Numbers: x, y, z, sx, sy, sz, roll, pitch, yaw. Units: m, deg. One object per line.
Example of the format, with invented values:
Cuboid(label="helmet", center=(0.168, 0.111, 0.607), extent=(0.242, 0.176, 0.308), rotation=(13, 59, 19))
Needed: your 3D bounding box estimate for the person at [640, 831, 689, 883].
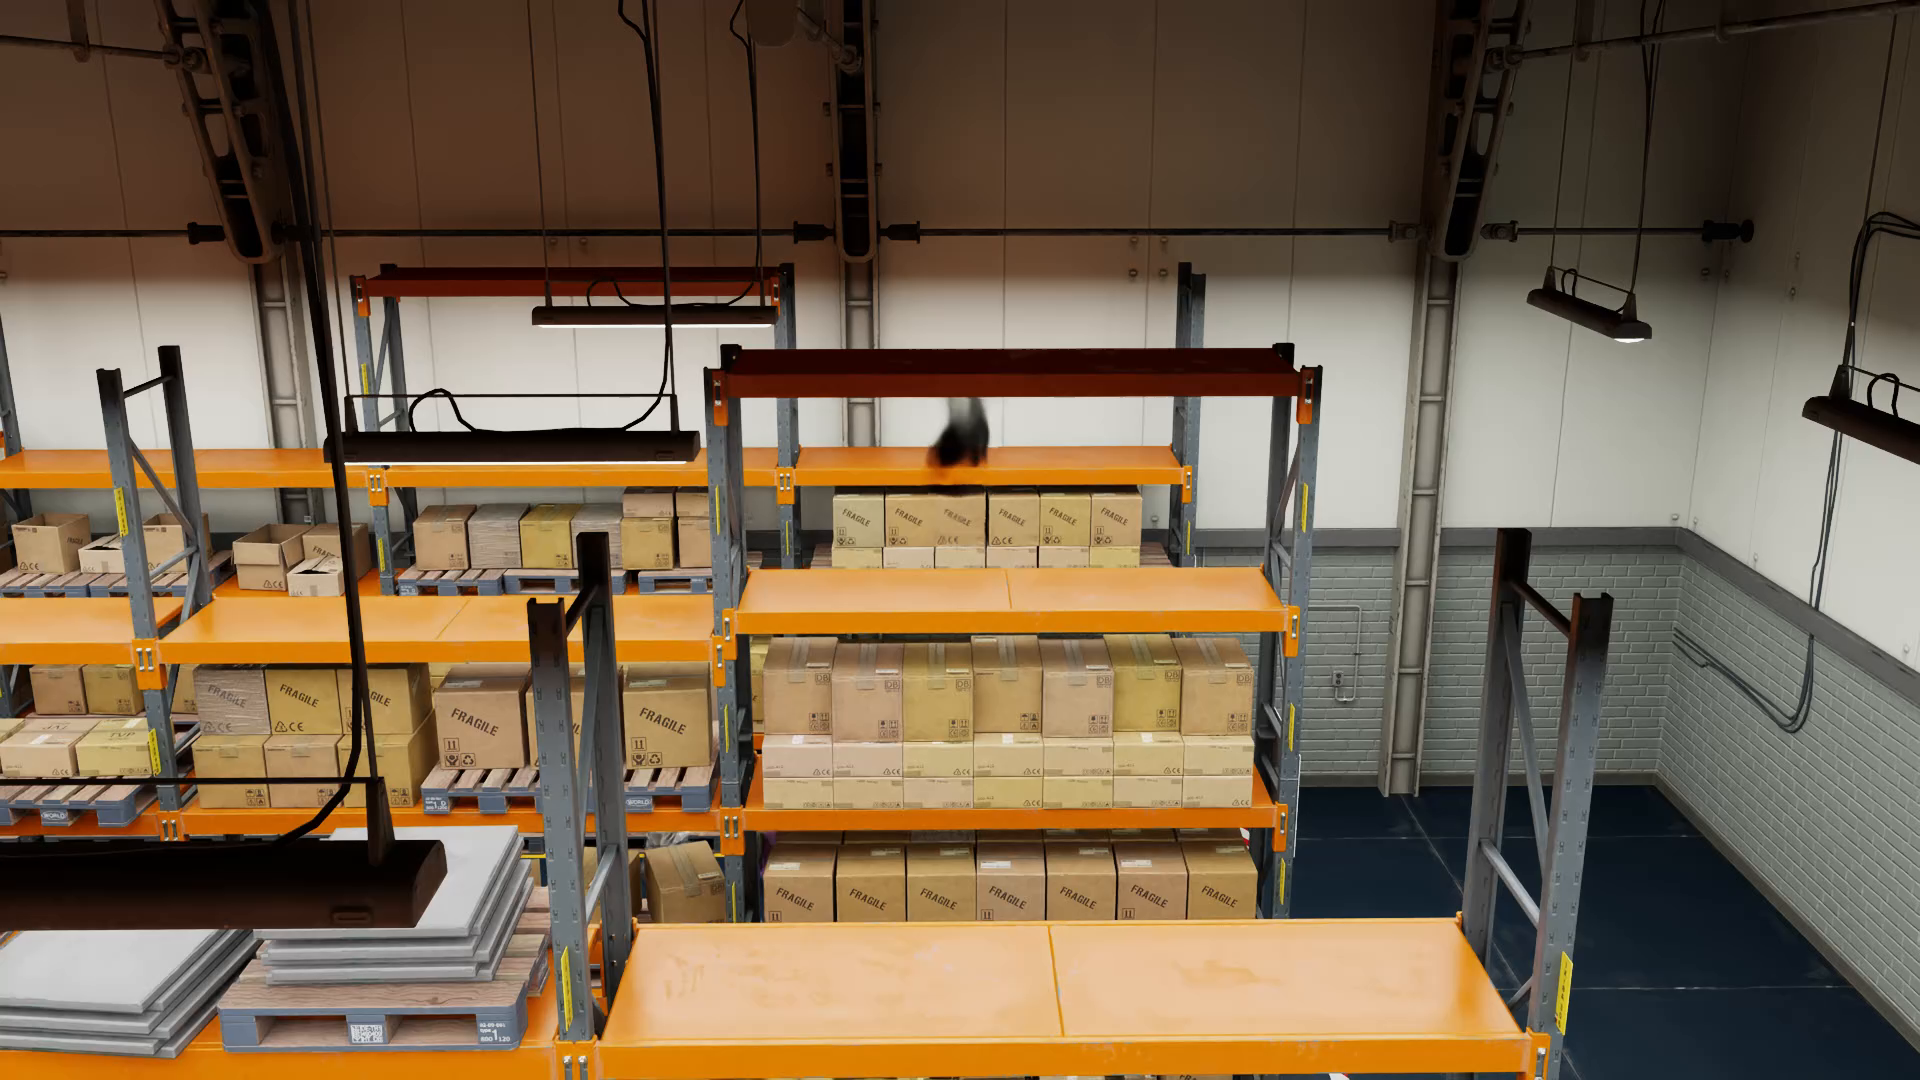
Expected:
Cuboid(label="person", center=(-2.768, 2.830, 15.769), extent=(0.620, 1.747, 0.629), rotation=(-12, 20, -37))

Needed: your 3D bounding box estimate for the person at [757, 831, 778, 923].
Cuboid(label="person", center=(-1.670, 3.031, 15.276), extent=(0.802, 1.572, 0.591), rotation=(6, 17, 21))
